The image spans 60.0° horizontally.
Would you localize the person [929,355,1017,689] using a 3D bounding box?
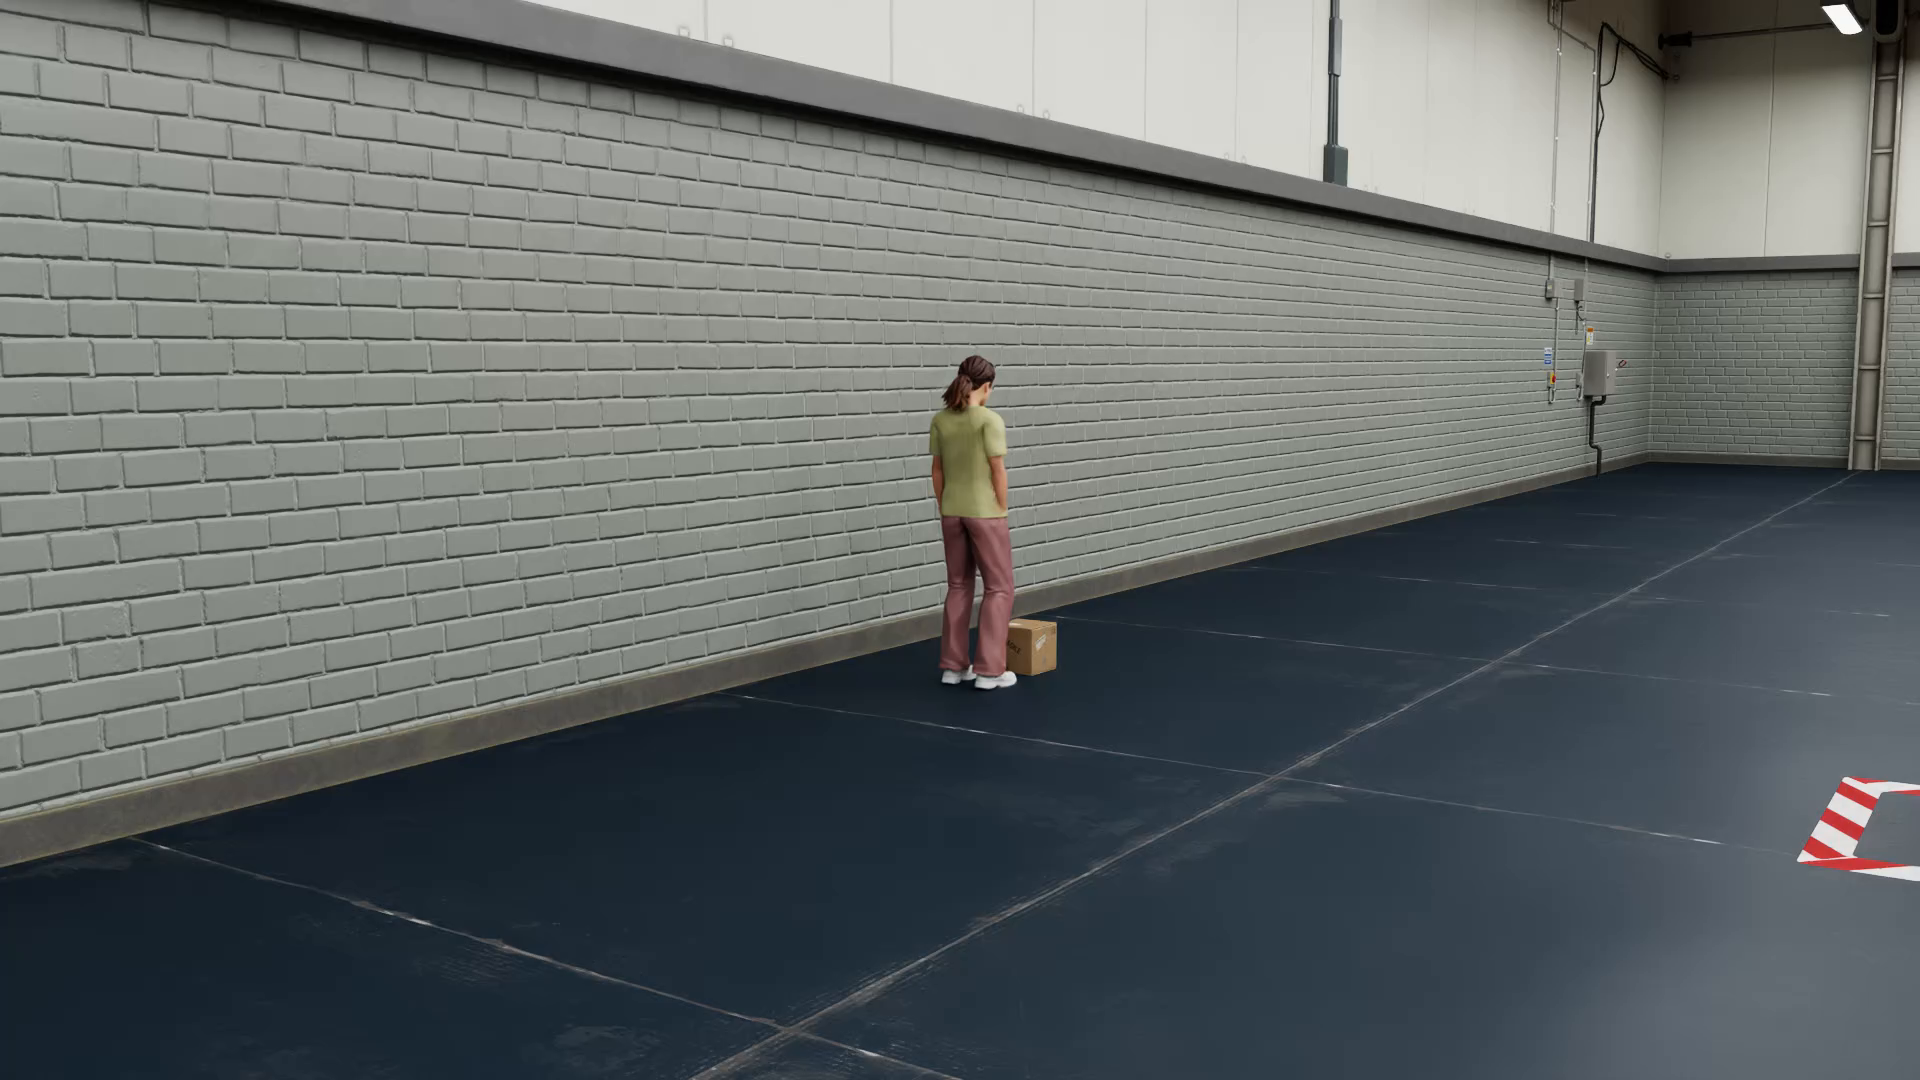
[{"bbox_3d":[0.057,-0.091,8.375,0.452,1.664,0.361,4,8,35],"label":"person"}]
